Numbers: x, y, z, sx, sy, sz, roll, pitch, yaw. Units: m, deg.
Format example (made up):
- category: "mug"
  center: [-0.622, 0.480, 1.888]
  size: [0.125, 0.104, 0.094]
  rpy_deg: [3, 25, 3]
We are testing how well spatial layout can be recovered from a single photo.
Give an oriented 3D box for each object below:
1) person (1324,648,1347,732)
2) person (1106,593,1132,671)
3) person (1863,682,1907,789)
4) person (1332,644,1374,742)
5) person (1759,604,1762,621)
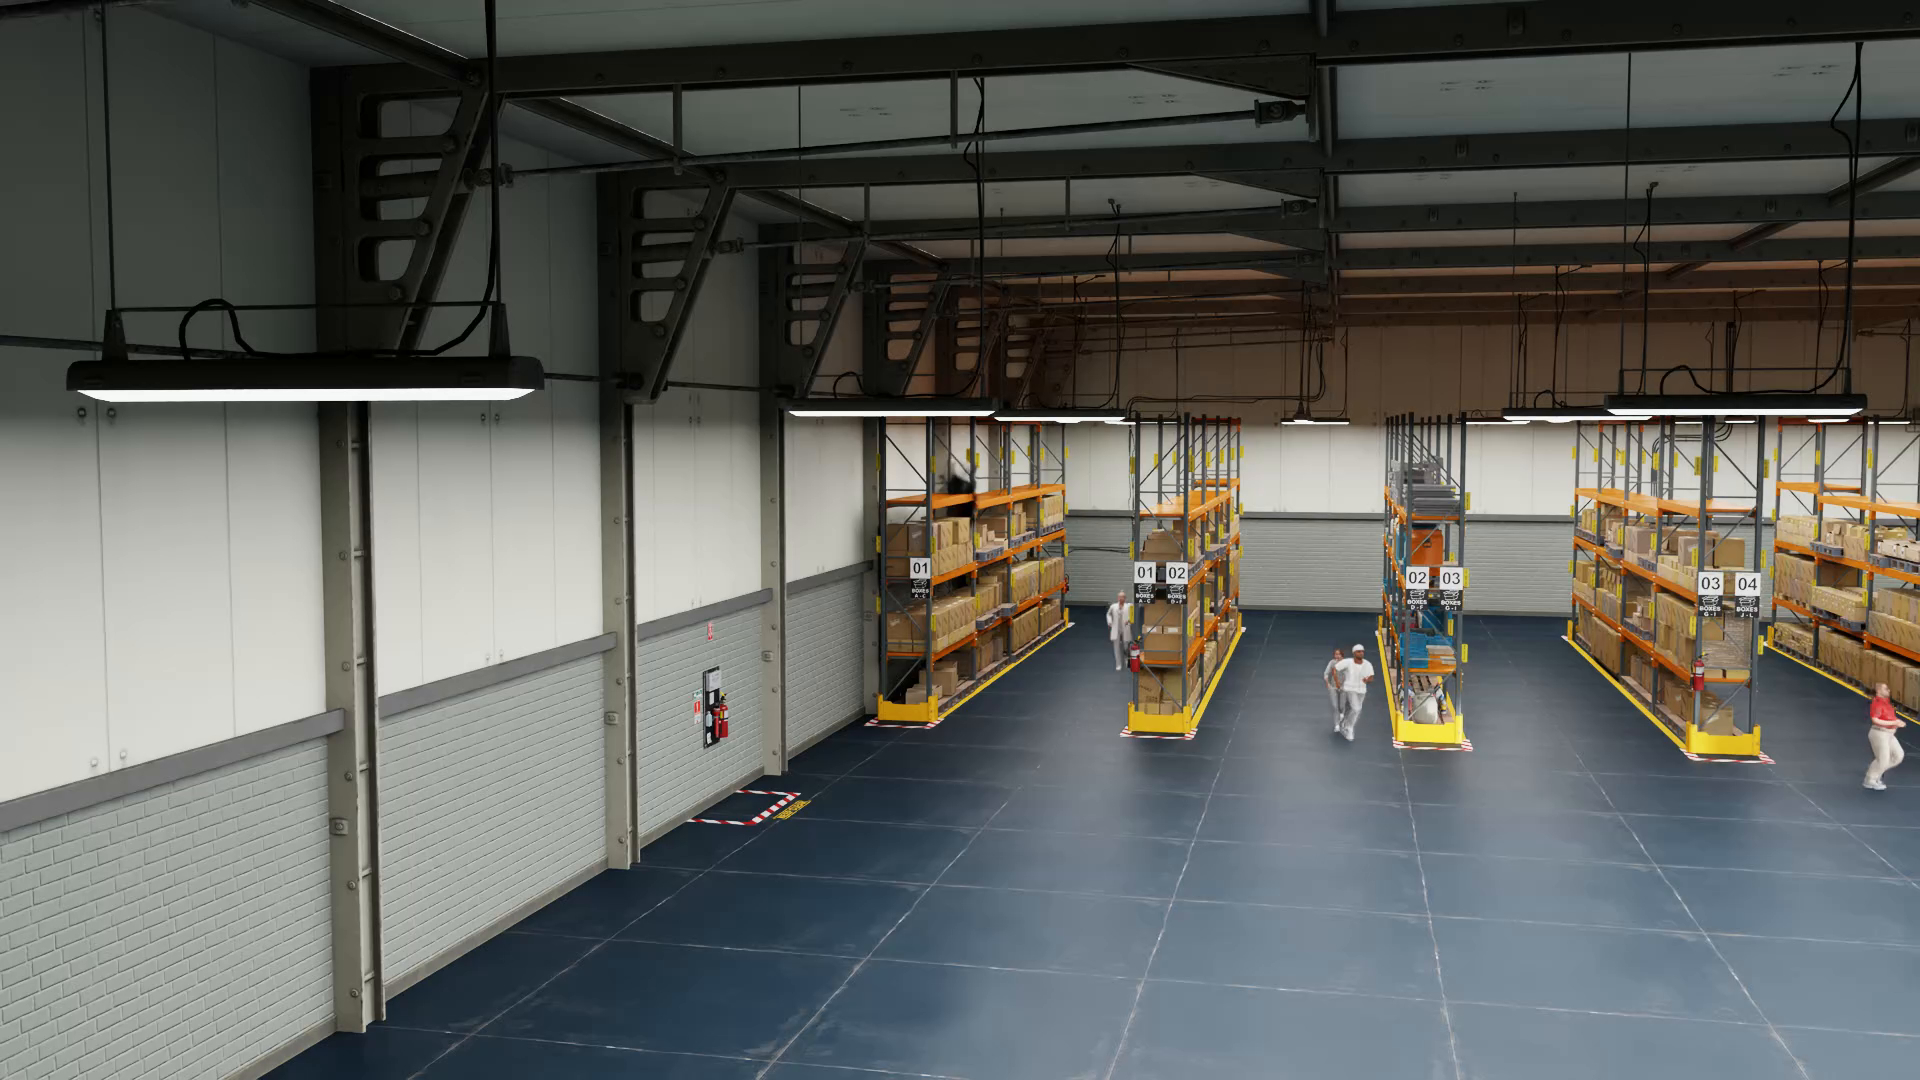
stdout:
- category: "person"
  center: [7.180, 2.822, 31.545]
  size: [0.551, 1.572, 0.617]
  rpy_deg: [1, 4, 18]
- category: "person"
  center: [3.614, 2.047, 37.360]
  size: [0.716, 1.736, 0.820]
  rpy_deg: [1, 4, 13]
- category: "person"
  center: [14.606, 3.102, 26.209]
  size: [0.621, 1.708, 0.648]
  rpy_deg: [4, 5, 44]
- category: "person"
  center: [7.257, 2.797, 30.520]
  size: [0.688, 1.764, 0.692]
  rpy_deg: [-1, 4, -18]
- category: "person"
  center: [19.665, 2.092, 41.410]
  size: [0.573, 1.709, 0.889]
  rpy_deg: [1, 4, 17]
